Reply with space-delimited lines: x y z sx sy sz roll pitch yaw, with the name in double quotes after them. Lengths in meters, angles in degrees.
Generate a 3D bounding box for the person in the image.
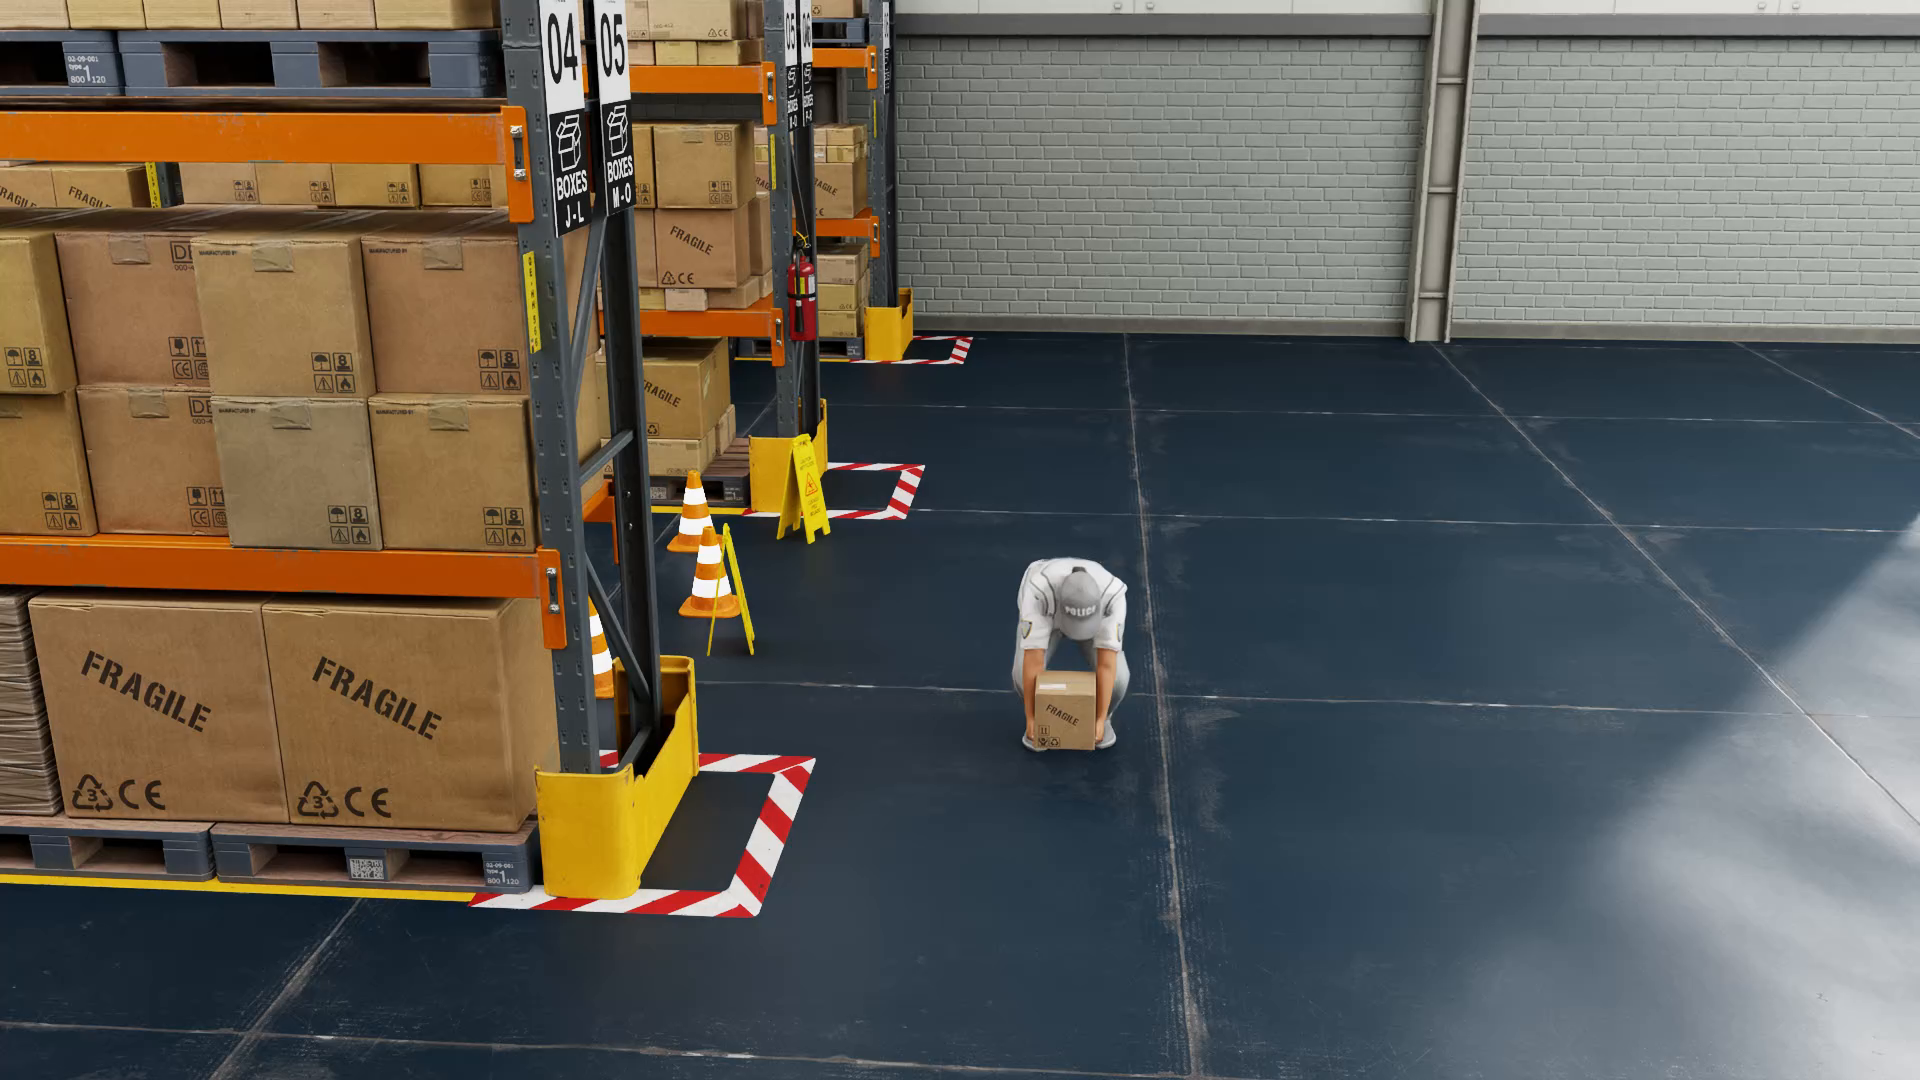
0.482 0.463 7.219 0.511 0.986 0.938 0 18 1 "person"
